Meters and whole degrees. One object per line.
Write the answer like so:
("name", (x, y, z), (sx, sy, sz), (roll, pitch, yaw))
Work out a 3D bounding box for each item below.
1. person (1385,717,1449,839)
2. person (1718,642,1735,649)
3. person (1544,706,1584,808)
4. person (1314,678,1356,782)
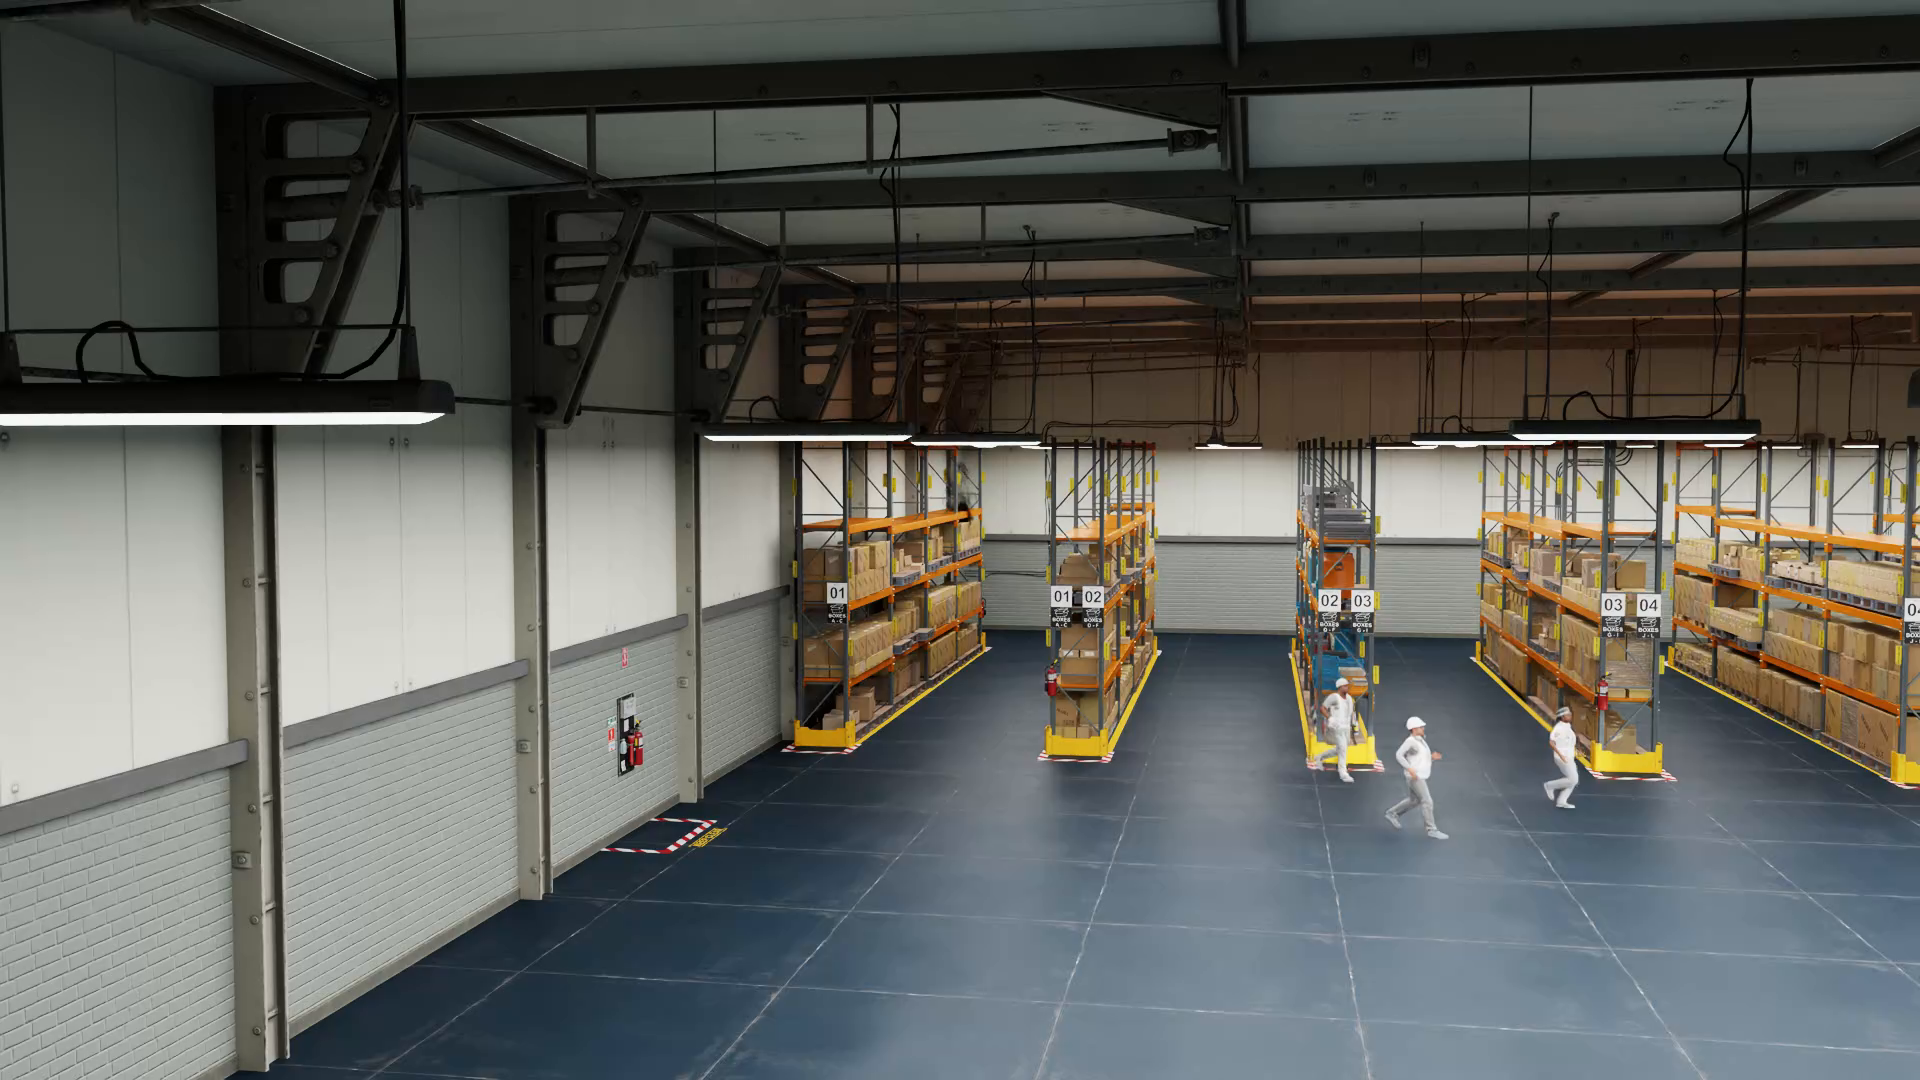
("person", (6.777, 3.505, 24.667), (0.970, 1.758, 0.656), (2, 3, 28))
("person", (21.068, 2.487, 45.505), (0.808, 1.722, 0.550), (1, 3, 11))
("person", (9.707, 3.483, 26.704), (0.561, 1.649, 0.574), (2, 4, 36))
("person", (6.650, 3.313, 29.259), (0.720, 1.781, 0.899), (-3, 4, -42))
